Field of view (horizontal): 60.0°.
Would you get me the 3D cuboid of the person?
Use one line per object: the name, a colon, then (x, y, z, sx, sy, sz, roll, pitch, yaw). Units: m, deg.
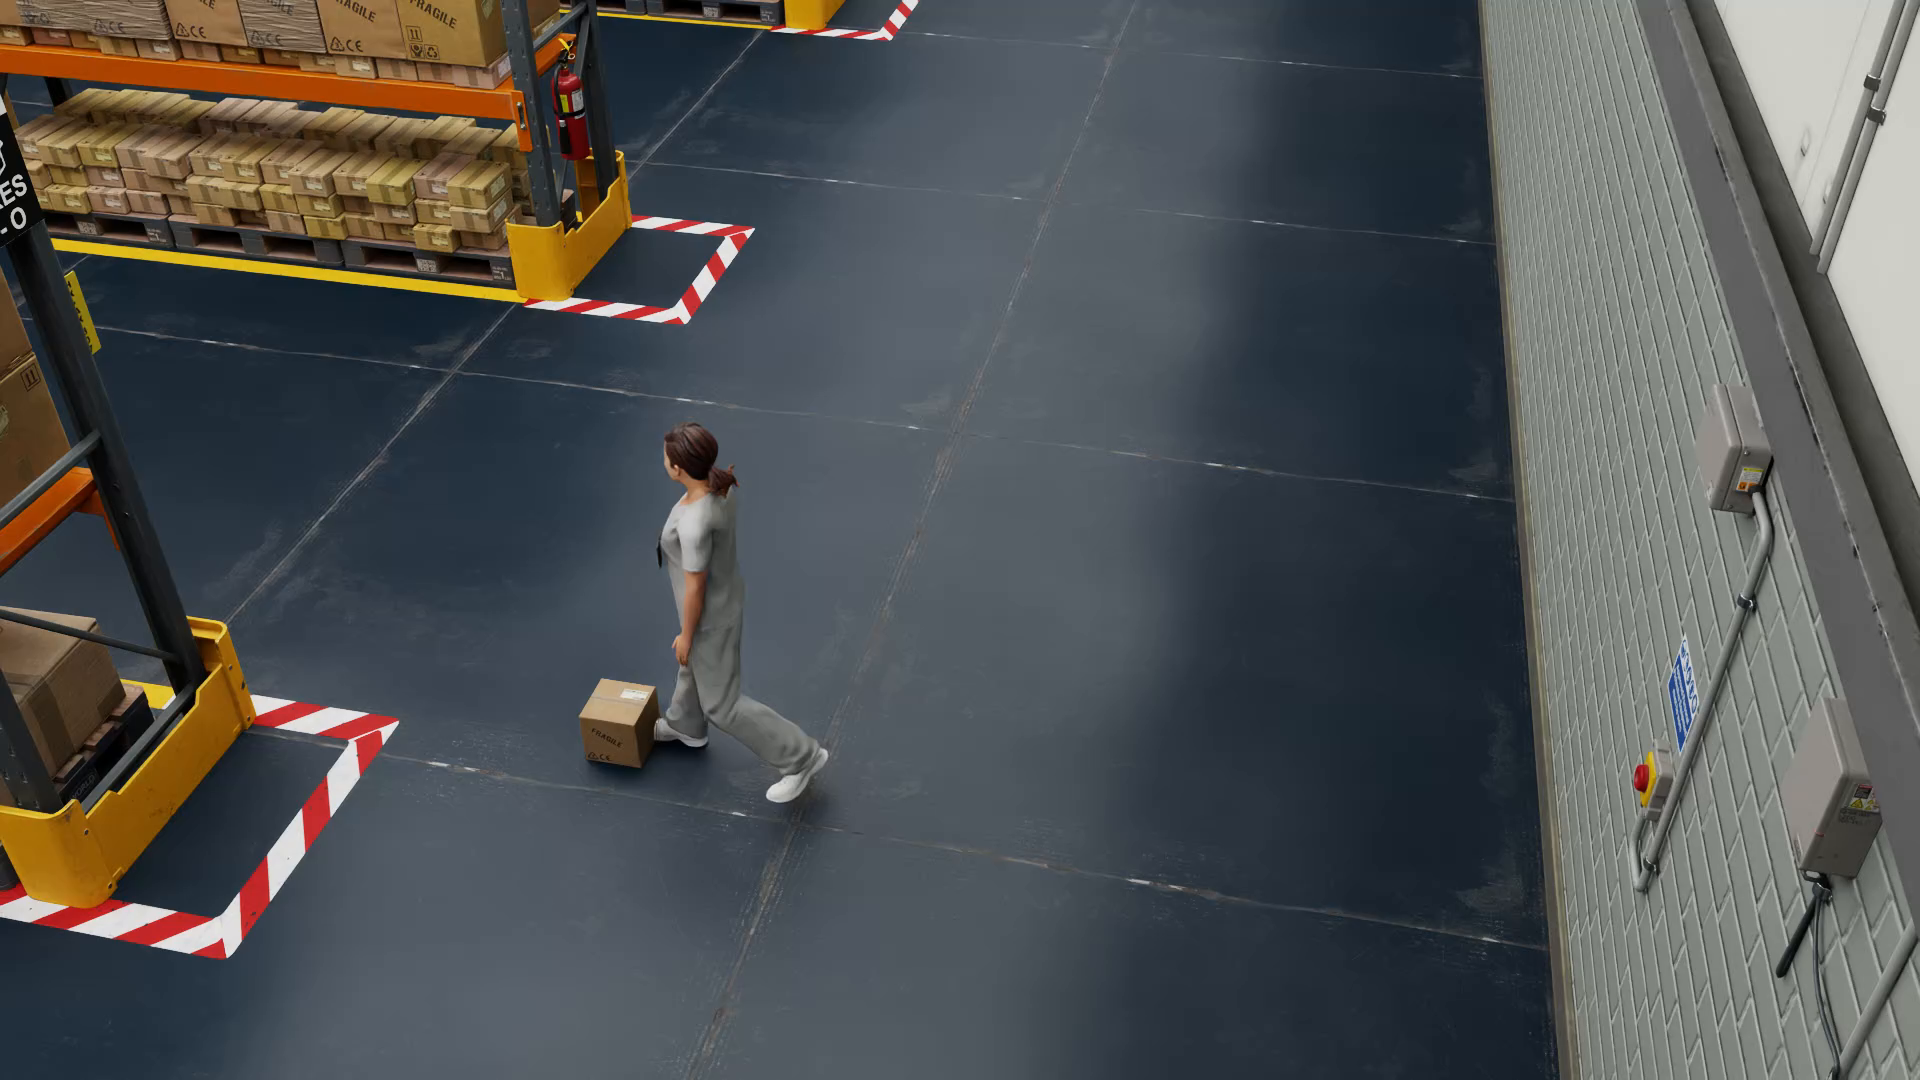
person: (-0.965, 0.294, 6.555, 0.858, 1.657, 0.565, 1, 37, 2)
